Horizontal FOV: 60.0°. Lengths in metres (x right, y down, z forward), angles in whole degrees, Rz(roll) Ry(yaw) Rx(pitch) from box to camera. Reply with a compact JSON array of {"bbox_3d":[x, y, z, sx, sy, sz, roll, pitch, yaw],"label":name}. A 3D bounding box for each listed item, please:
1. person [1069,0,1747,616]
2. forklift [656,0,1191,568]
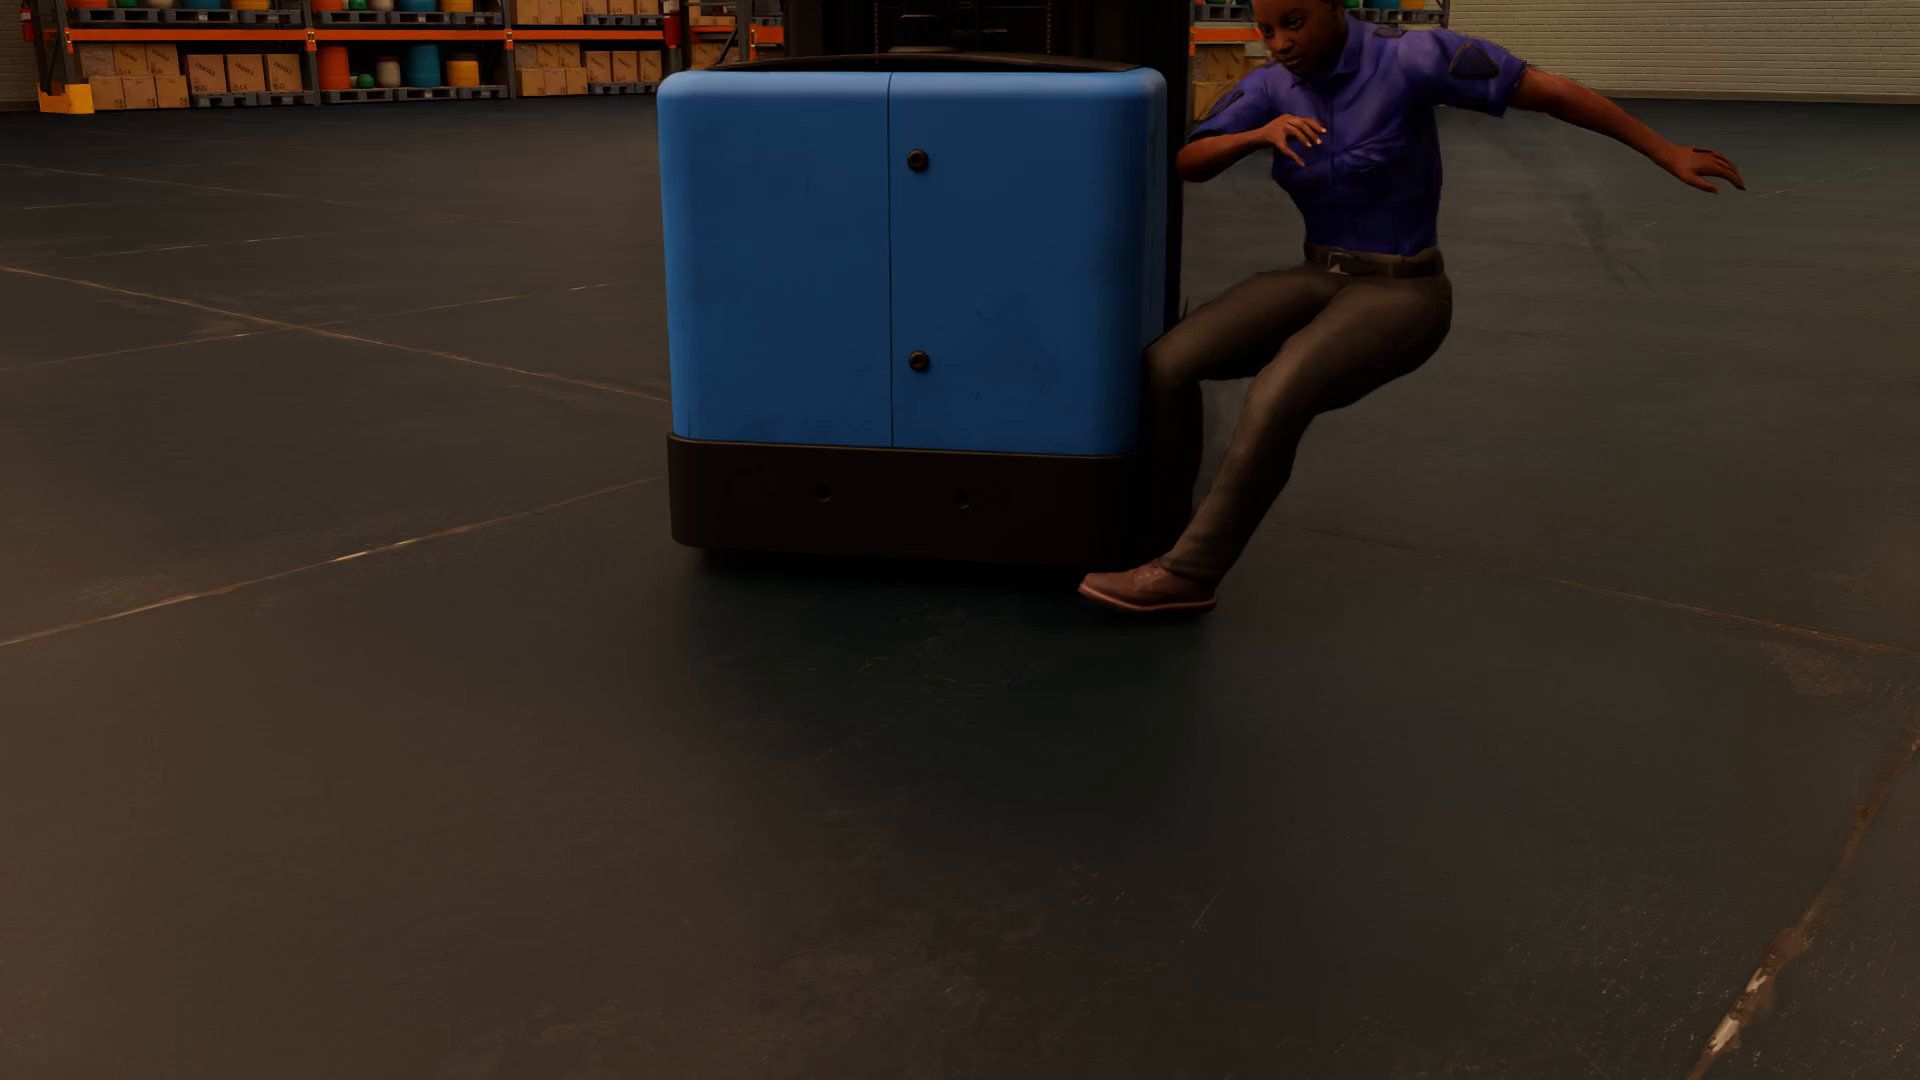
[{"bbox_3d":[0.777,-0.469,3.289,0.895,1.365,1.125,-15,23,-41],"label":"person"},{"bbox_3d":[0.109,-1.728,4.588,1.130,2.935,3.031,3,17,9],"label":"forklift"}]
